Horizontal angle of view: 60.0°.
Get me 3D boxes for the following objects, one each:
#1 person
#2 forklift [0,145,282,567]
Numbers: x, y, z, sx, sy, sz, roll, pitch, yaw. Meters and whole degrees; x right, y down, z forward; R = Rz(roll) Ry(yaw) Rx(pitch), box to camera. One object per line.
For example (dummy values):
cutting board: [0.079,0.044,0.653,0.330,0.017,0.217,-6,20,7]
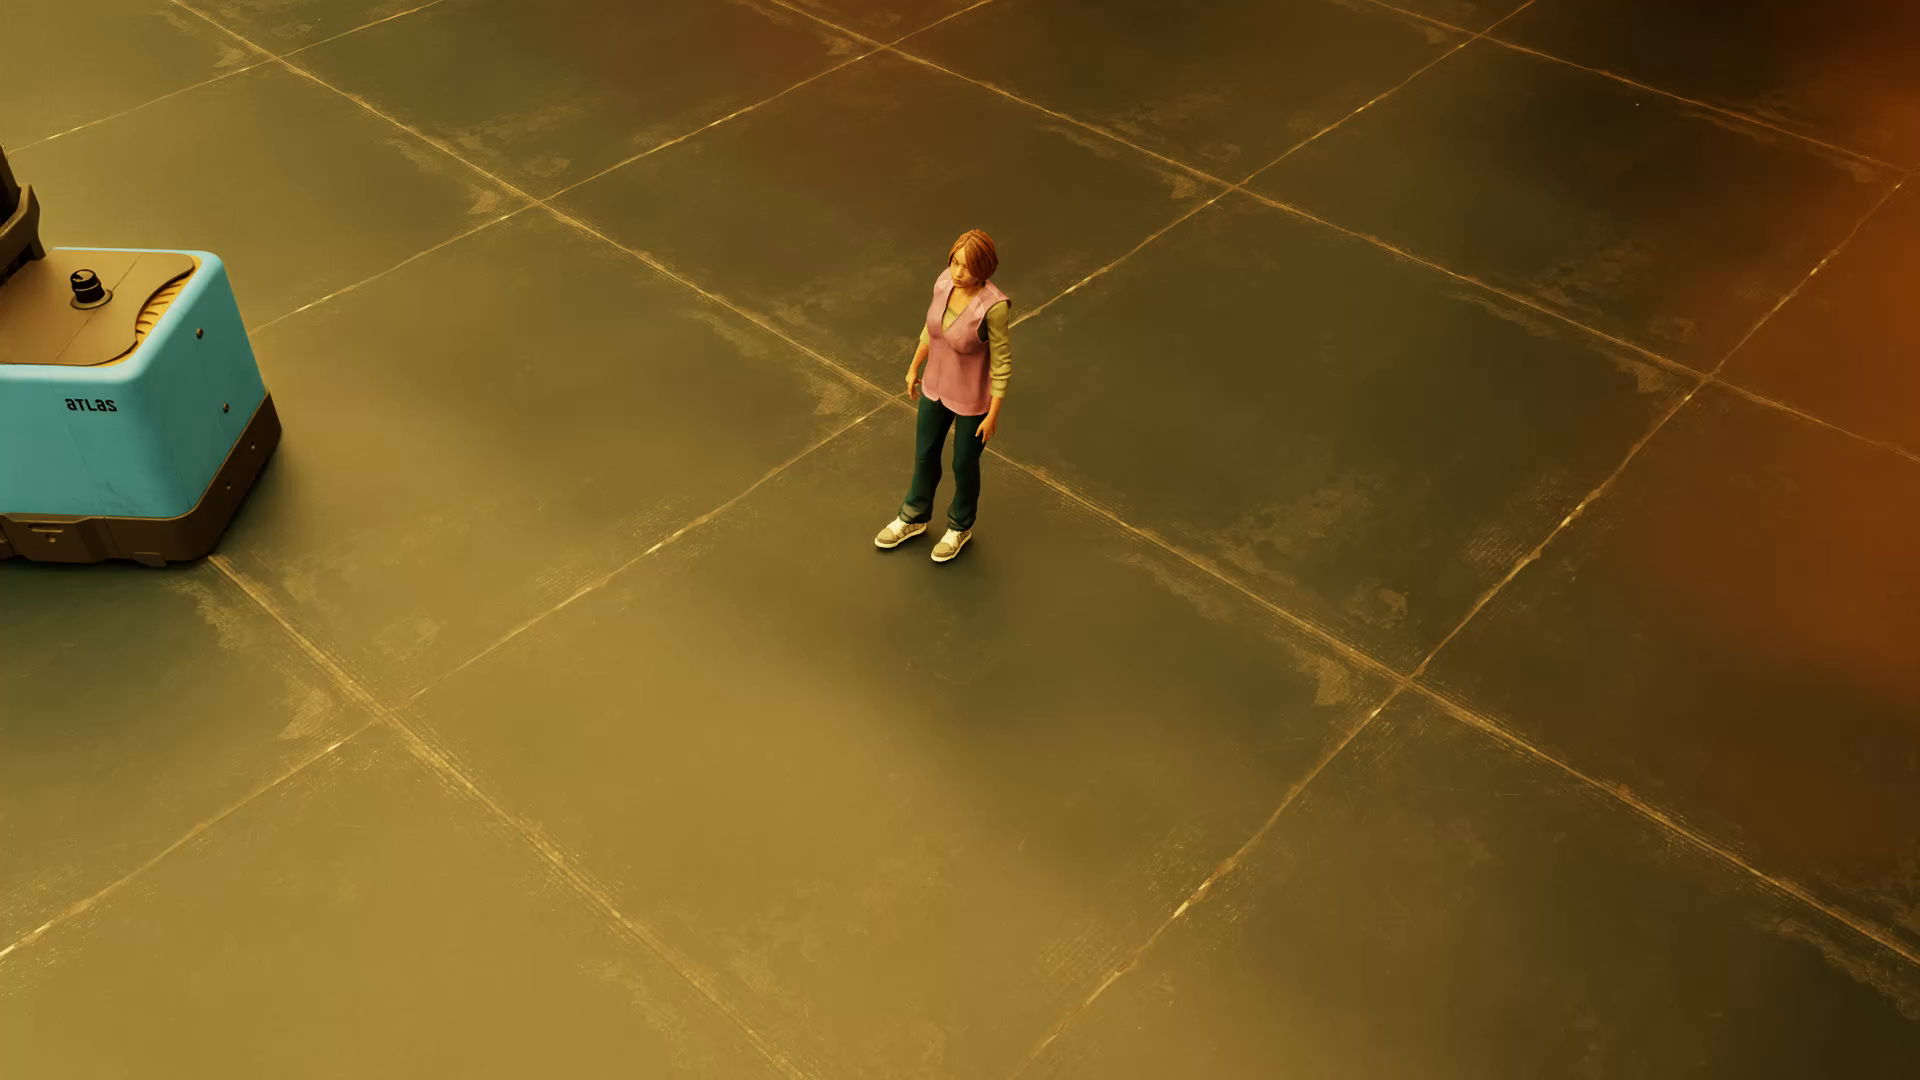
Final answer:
person: [-0.061,-0.582,7.120,0.520,1.599,0.473,31,49,31]
forklift: [-4.871,-1.352,7.005,3.031,2.935,1.130,2,41,2]
